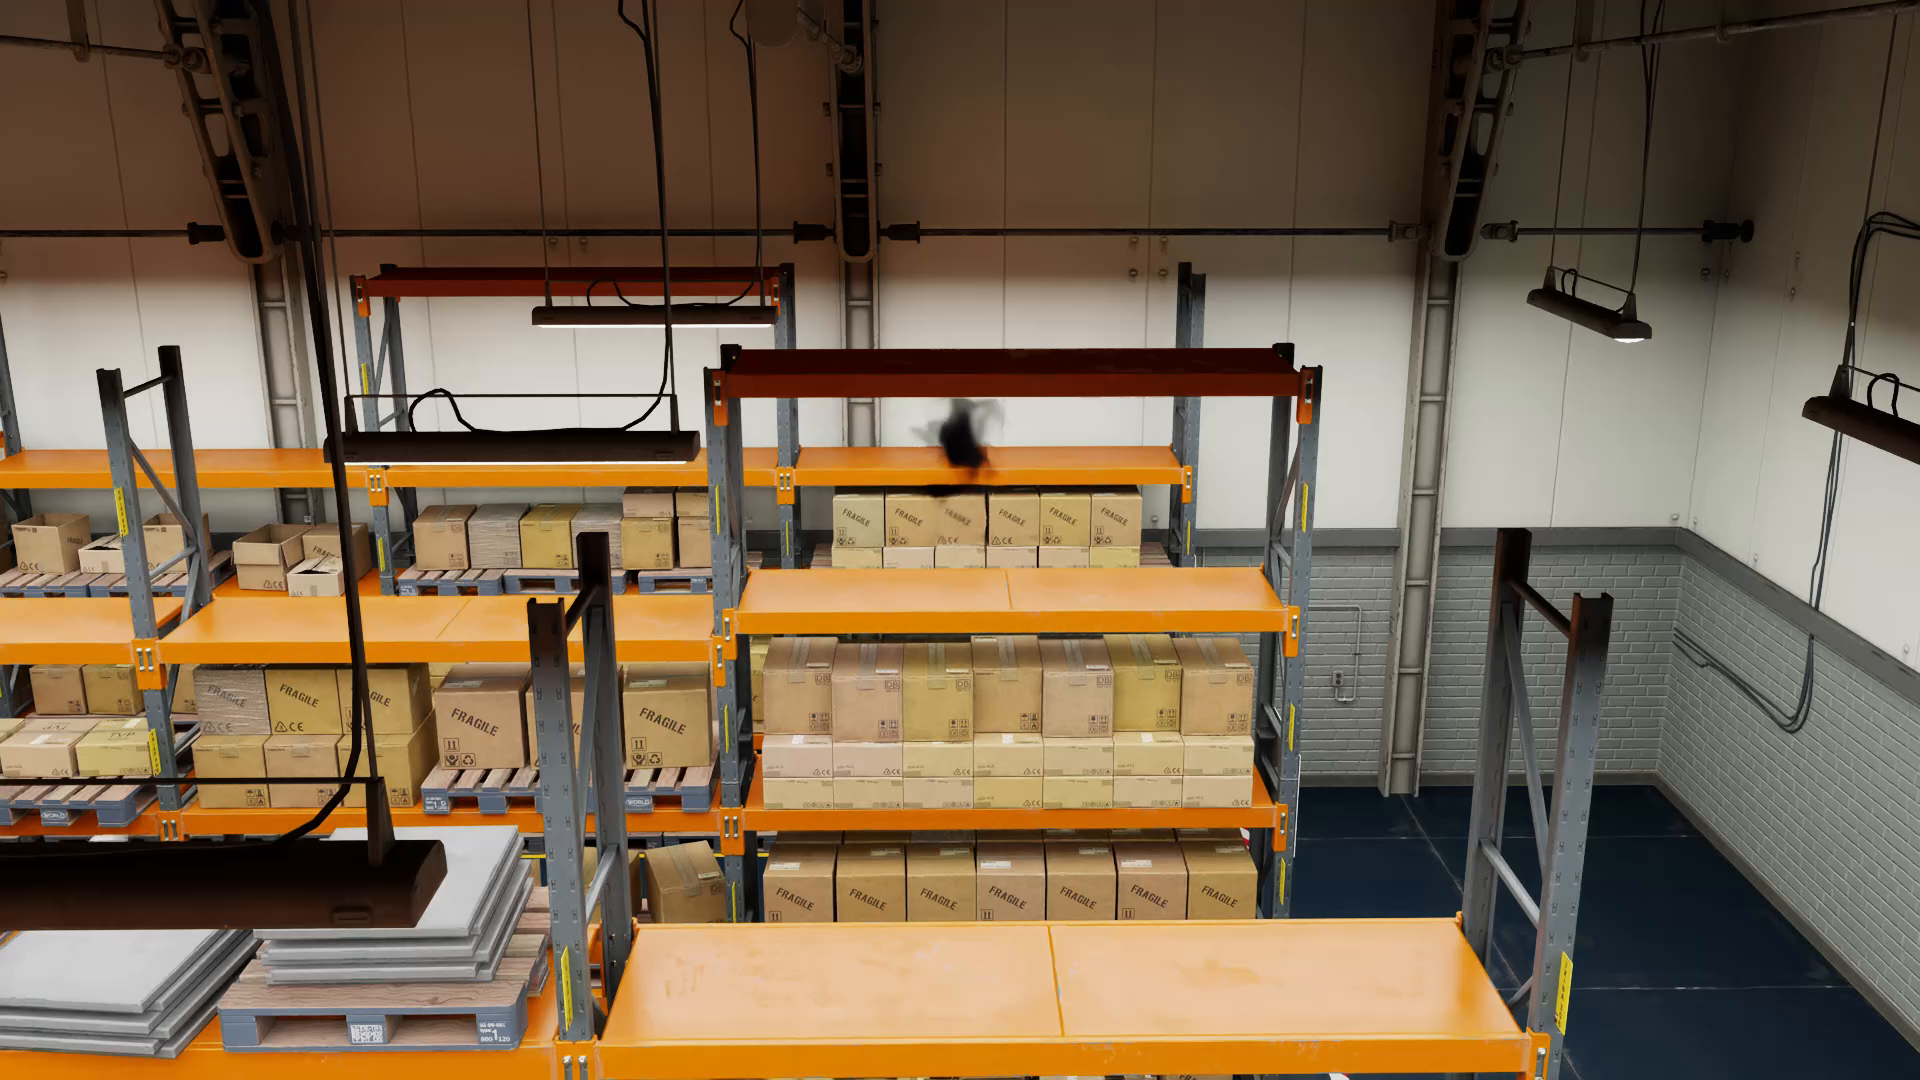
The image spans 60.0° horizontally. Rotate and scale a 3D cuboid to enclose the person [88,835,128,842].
[{"bbox_3d":[-7.519,3.133,14.695,0.897,1.770,0.666,0,16,-2],"label":"person"}]
